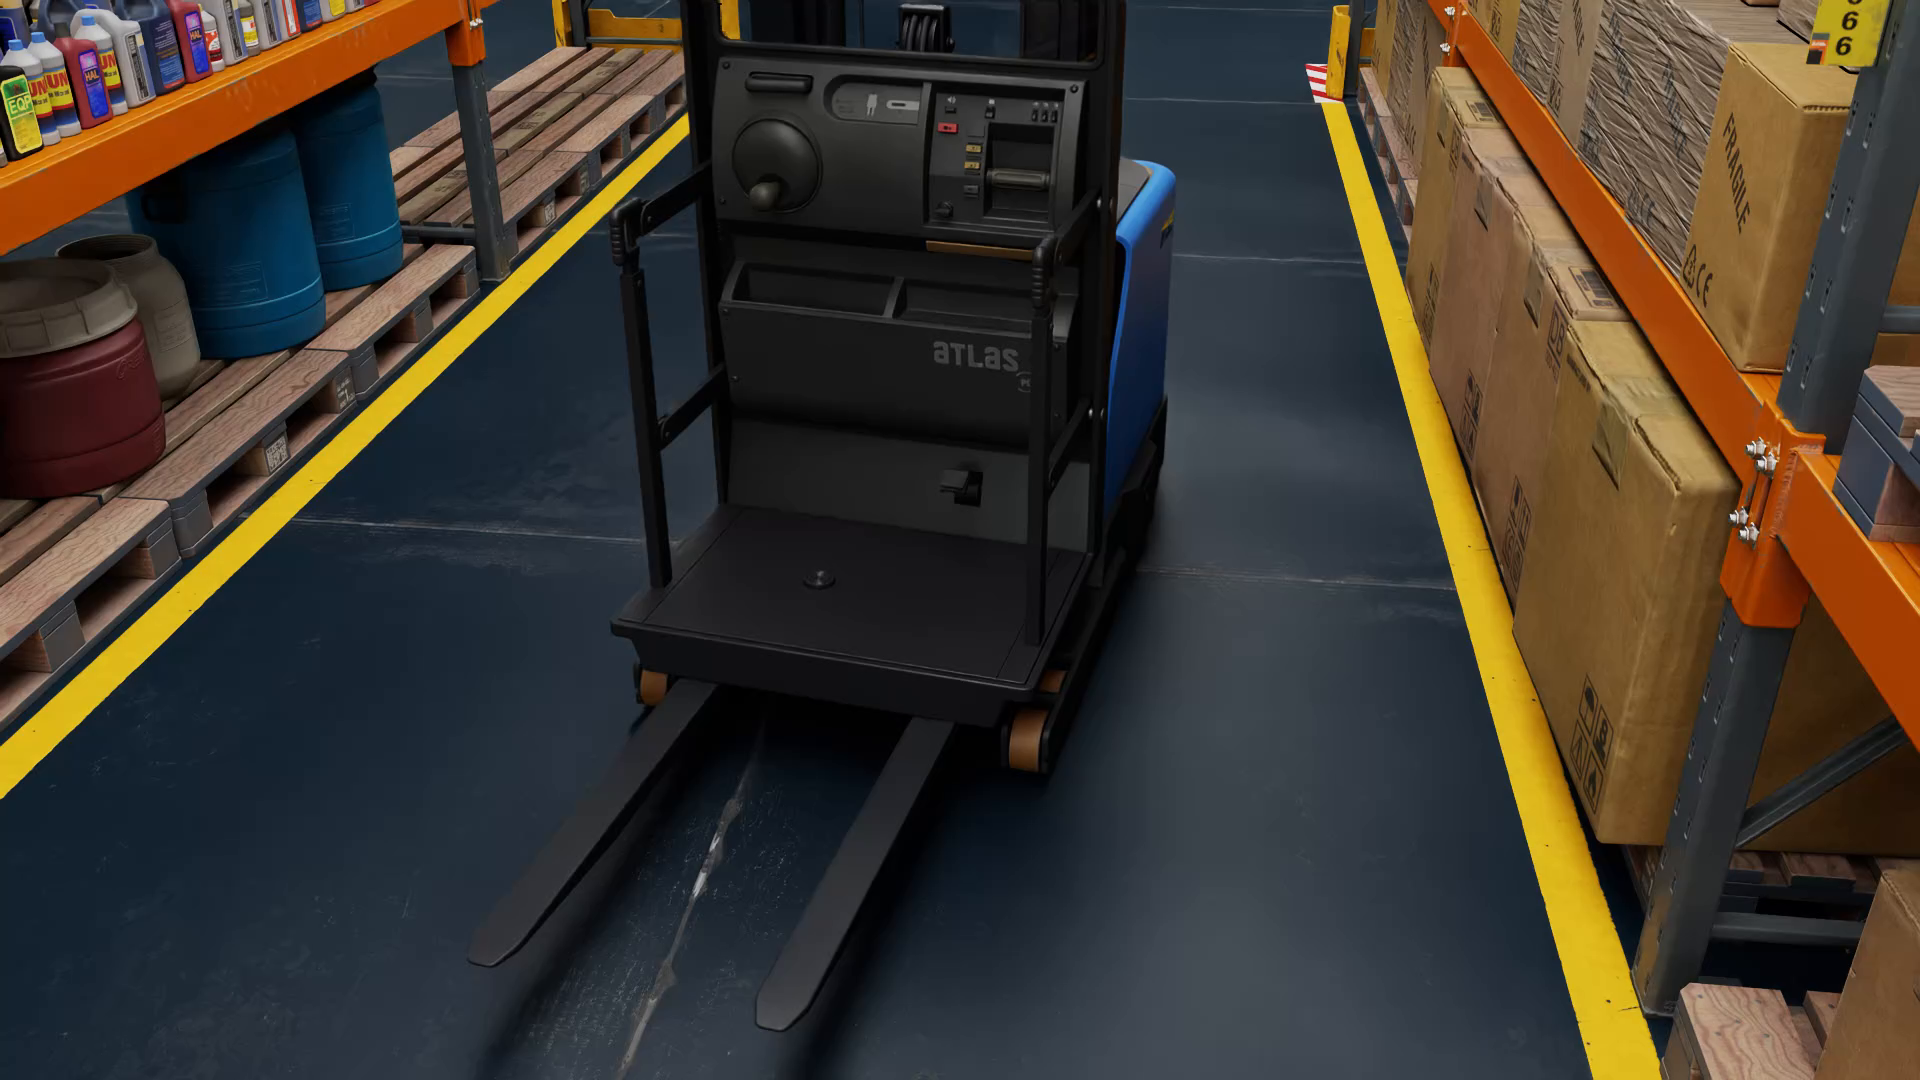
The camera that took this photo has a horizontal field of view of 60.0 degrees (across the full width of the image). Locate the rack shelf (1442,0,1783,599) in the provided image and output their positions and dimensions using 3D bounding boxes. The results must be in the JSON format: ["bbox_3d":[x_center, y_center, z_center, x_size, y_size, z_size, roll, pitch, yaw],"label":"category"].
[{"bbox_3d":[2.156,-0.961,4.630,1.077,0.370,4.000,3,28,6],"label":"rack shelf"}]

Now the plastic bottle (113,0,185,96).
[{"bbox_3d":[-2.438,-1.515,4.952,0.144,0.351,0.185,3,28,6],"label":"plastic bottle"}]

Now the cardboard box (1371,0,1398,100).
[{"bbox_3d":[2.892,-3.046,9.539,0.875,0.875,0.875,3,28,6],"label":"cardboard box"}]

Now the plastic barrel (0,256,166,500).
[{"bbox_3d":[-2.824,-0.511,5.135,0.600,0.588,0.708,3,28,6],"label":"plastic barrel"}]

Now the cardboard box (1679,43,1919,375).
[{"bbox_3d":[1.725,-0.627,3.146,0.500,0.500,0.500,4,29,8],"label":"cardboard box"}]

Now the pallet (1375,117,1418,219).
[{"bbox_3d":[2.718,-1.921,8.593,1.003,0.211,1.213,3,28,6],"label":"pallet"}]

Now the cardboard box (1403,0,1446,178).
[{"bbox_3d":[2.671,-2.199,7.966,0.875,0.875,0.875,3,28,6],"label":"cardboard box"}]

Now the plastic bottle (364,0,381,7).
[{"bbox_3d":[-2.226,-2.140,6.183,0.061,0.283,0.133,3,28,6],"label":"plastic bottle"}]

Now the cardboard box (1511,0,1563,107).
[{"bbox_3d":[1.974,-1.589,4.932,0.500,0.500,0.500,3,28,5],"label":"cardboard box"}]

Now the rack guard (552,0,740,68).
[{"bbox_3d":[-2.035,-3.302,10.852,1.175,0.500,0.348,3,28,6],"label":"rack guard"}]

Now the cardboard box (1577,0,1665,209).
[{"bbox_3d":[1.852,-1.106,4.035,0.500,0.500,0.500,2,28,5],"label":"cardboard box"}]

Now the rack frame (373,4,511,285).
[{"bbox_3d":[-2.515,-2.507,6.741,1.000,3.000,0.127,3,28,6],"label":"rack frame"}]

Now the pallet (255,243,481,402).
[{"bbox_3d":[-2.651,-0.919,6.733,1.003,0.211,1.213,3,28,6],"label":"pallet"}]

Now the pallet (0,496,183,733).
[{"bbox_3d":[-2.950,0.230,4.601,1.003,0.211,1.213,3,28,6],"label":"pallet"}]

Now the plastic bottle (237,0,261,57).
[{"bbox_3d":[-2.353,-1.687,5.428,0.097,0.201,0.097,0,28,0],"label":"plastic bottle"}]

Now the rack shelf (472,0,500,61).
[{"bbox_3d":[-2.270,-3.132,8.660,1.077,0.370,4.000,3,28,6],"label":"rack shelf"}]

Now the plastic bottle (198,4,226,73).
[{"bbox_3d":[-2.381,-1.578,5.225,0.097,0.201,0.097,0,28,0],"label":"plastic bottle"}]

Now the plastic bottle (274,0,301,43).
[{"bbox_3d":[-2.349,-1.839,5.632,0.152,0.276,0.135,3,28,6],"label":"plastic bottle"}]

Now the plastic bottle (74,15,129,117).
[{"bbox_3d":[-2.448,-1.349,4.728,0.097,0.271,0.097,0,28,0],"label":"plastic bottle"}]

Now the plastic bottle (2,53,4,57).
[{"bbox_3d":[-3.133,-1.657,5.299,0.097,0.271,0.097,0,28,0],"label":"plastic bottle"}]

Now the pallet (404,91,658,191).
[{"bbox_3d":[-2.316,-2.204,9.118,1.003,0.211,1.213,3,28,6],"label":"pallet"}]

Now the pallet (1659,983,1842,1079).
[{"bbox_3d":[1.813,1.259,2.691,1.003,0.211,1.213,3,28,6],"label":"pallet"}]

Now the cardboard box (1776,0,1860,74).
[{"bbox_3d":[2.016,-1.165,3.088,0.797,0.503,0.637,4,29,8],"label":"cardboard box"}]

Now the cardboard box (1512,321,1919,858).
[{"bbox_3d":[2.016,0.090,3.717,1.225,0.875,0.875,2,28,4],"label":"cardboard box"}]

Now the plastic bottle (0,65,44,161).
[{"bbox_3d":[-2.485,-1.145,4.335,0.061,0.283,0.133,3,28,6],"label":"plastic bottle"}]

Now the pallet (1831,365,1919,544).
[{"bbox_3d":[1.929,0.089,2.124,1.213,0.211,1.003,3,28,6],"label":"pallet"}]

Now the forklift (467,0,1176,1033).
[{"bbox_3d":[-0.220,-0.915,3.859,1.130,2.935,3.031,8,29,14],"label":"forklift"}]

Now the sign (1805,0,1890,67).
[{"bbox_3d":[1.359,-0.877,2.495,0.100,0.325,0.005,3,28,6],"label":"sign"}]

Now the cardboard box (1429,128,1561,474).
[{"bbox_3d":[2.233,-0.746,5.269,1.225,0.875,0.875,2,28,4],"label":"cardboard box"}]

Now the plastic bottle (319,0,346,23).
[{"bbox_3d":[-2.303,-2.034,5.915,0.144,0.351,0.185,3,28,6],"label":"plastic bottle"}]

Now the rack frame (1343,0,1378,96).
[{"bbox_3d":[2.891,-4.102,9.702,1.000,3.000,0.127,3,28,6],"label":"rack frame"}]

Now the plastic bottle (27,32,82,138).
[{"bbox_3d":[-2.477,-1.241,4.526,0.097,0.271,0.097,0,28,0],"label":"plastic bottle"}]

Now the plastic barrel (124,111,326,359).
[{"bbox_3d":[-2.685,-1.180,6.047,0.600,0.901,0.708,3,28,6],"label":"plastic barrel"}]

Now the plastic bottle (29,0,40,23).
[{"bbox_3d":[-2.966,-1.681,5.416,0.097,0.201,0.097,0,28,0],"label":"plastic bottle"}]

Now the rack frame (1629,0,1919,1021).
[{"bbox_3d":[1.910,-0.337,2.712,1.000,3.000,0.127,3,28,6],"label":"rack frame"}]

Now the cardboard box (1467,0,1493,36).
[{"bbox_3d":[2.096,-2.062,5.808,0.500,0.500,0.500,3,29,6],"label":"cardboard box"}]
